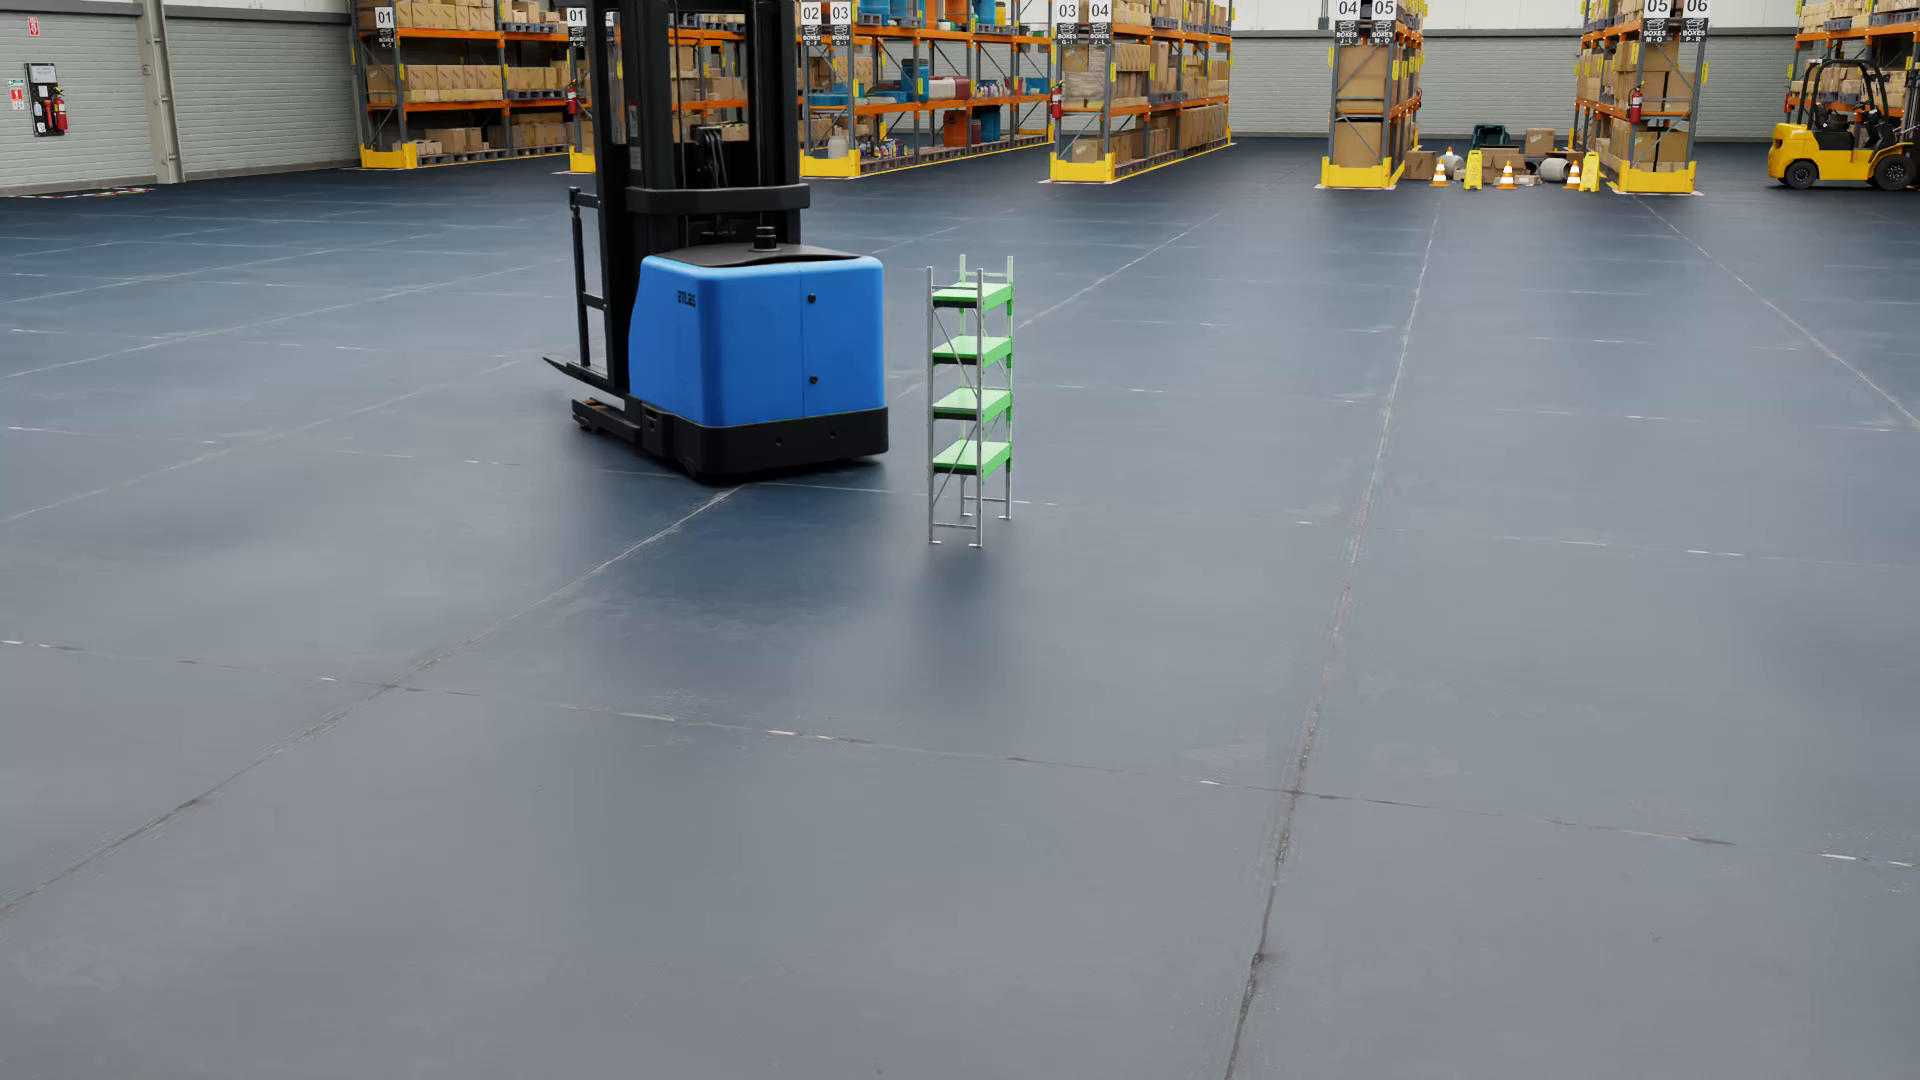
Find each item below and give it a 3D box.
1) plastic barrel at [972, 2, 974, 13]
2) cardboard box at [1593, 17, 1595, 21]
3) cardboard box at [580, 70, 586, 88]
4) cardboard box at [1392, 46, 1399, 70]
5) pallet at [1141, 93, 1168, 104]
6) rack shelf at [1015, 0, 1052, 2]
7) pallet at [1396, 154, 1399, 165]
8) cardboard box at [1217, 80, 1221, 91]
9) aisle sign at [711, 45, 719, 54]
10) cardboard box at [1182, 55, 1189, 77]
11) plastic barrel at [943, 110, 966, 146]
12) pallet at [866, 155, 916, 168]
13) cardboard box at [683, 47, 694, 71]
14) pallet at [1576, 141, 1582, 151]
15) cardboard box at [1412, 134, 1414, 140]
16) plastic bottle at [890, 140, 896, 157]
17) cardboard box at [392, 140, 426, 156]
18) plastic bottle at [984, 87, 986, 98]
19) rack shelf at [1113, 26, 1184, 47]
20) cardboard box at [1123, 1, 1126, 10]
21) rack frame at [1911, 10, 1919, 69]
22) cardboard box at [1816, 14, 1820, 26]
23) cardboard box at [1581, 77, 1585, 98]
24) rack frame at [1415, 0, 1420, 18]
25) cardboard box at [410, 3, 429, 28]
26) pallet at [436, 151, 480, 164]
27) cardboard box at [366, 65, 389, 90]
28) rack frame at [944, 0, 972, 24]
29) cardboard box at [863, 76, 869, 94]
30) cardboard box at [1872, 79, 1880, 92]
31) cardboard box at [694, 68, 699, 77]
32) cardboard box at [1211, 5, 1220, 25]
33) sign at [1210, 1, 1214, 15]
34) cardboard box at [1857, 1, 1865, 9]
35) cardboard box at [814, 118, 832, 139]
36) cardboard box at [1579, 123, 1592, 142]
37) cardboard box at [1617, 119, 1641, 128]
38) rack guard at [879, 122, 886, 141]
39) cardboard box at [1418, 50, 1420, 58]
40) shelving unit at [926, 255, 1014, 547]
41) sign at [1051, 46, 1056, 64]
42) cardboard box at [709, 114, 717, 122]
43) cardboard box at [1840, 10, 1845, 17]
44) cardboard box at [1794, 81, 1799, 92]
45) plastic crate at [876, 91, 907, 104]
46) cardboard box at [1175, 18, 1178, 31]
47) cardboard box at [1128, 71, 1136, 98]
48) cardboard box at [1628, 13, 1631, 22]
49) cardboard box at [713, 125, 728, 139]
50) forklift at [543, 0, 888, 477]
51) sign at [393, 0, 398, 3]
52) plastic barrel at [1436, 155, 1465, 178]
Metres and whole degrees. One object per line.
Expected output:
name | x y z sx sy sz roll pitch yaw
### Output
plastic barrel | 0.131 -12.763 40.313 0.433 0.535 0.433 0 16 0
cardboard box | 15.033 -12.291 38.962 0.396 0.266 0.258 5 17 18
cardboard box | -9.343 -11.653 42.151 0.500 0.500 0.500 5 17 18
cardboard box | 7.474 -8.661 30.115 0.875 0.550 0.550 5 16 16
pallet | 3.741 -9.242 34.769 1.003 0.211 1.213 5 16 16
rack shelf | 1.477 -14.494 43.990 1.077 0.370 4.000 5 16 16
pallet | 8.951 -8.239 35.992 1.003 0.211 1.213 5 16 16
cardboard box | 6.478 -11.807 43.188 0.500 0.250 0.500 5 16 16
aisle sign | -7.145 -14.684 48.838 0.394 0.787 0.004 5 16 16
cardboard box | 4.932 -11.084 38.887 0.797 0.503 0.637 5 17 17
plastic barrel | -0.105 -9.864 39.816 0.600 0.830 0.708 5 16 16
pallet | -1.596 -8.016 35.204 1.003 0.211 1.213 5 16 16
cardboard box | -6.233 -10.471 36.188 0.700 0.500 0.500 5 17 16
pallet | 16.143 -9.960 42.058 1.003 0.211 1.213 5 16 16
cardboard box | 11.595 -10.476 43.221 0.380 0.149 0.250 5 17 18
plastic bottle | -1.418 -8.142 34.585 0.144 0.351 0.185 5 16 16
cardboard box | -11.717 -8.344 35.371 0.500 0.311 0.500 3 16 10
plastic bottle | 0.592 -10.933 40.614 0.097 0.271 0.097 0 16 0
rack shelf | 3.952 -10.766 35.611 1.077 0.370 4.000 5 16 16
cardboard box | 2.886 -9.981 31.070 0.380 0.149 0.250 5 16 16
rack frame | 17.645 -7.994 30.015 1.000 3.000 0.127 5 16 16
cardboard box | 20.110 -12.016 38.429 0.500 0.250 0.500 5 17 17
cardboard box | 15.315 -10.927 40.175 0.500 0.500 0.500 4 16 15
rack frame | 10.384 -13.714 39.189 1.000 3.000 0.127 5 16 16
cardboard box | -11.479 -10.958 34.751 0.500 0.500 0.500 6 17 20
pallet | -11.365 -8.458 36.763 1.003 0.211 1.213 5 16 16
cardboard box | -12.070 -9.690 34.859 0.500 0.500 0.500 4 16 15
rack frame | -0.228 -13.463 38.303 1.000 3.000 0.127 5 16 16
cardboard box | -2.860 -12.698 46.419 0.500 0.500 0.500 5 17 16
cardboard box | 18.112 -8.845 32.374 0.500 0.250 0.500 4 16 14
cardboard box | -8.010 -13.058 47.320 0.980 0.700 0.700 4 16 13
cardboard box | 6.264 -13.456 42.639 0.700 0.500 0.500 5 17 18
sign | 6.180 -13.043 40.794 0.100 0.325 0.005 5 16 16
cardboard box | 18.896 -11.132 34.582 0.380 0.149 0.250 4 16 15
cardboard box | -3.705 -10.866 43.916 0.500 0.500 0.500 5 16 16
cardboard box | 16.204 -10.306 42.093 0.875 0.438 0.875 4 16 14
cardboard box | 12.148 -7.563 30.202 0.380 0.149 0.250 6 17 19
rack guard | -2.724 -11.832 48.129 1.175 0.500 0.348 5 16 16
cardboard box | 11.346 -12.138 42.067 0.500 0.500 0.500 6 17 19
shelving unit | 0.047 -0.621 7.318 0.258 1.200 0.503 5 16 16
sign | 1.721 -8.857 30.357 0.100 0.325 0.005 5 16 16
cardboard box | -7.556 -12.246 48.820 0.700 0.500 0.500 5 16 16
cardboard box | 19.084 -11.278 35.606 0.380 0.149 0.250 5 17 17
cardboard box | 20.525 -10.974 40.253 0.500 0.250 0.500 5 17 16
plastic crate | -1.419 -9.148 34.357 0.499 0.251 0.616 5 16 16
cardboard box | 4.493 -11.289 36.411 0.500 0.250 0.500 5 16 16
cardboard box | 2.975 -8.958 32.685 0.875 0.500 0.500 5 16 16
cardboard box | 12.111 -9.307 29.608 0.380 0.149 0.250 4 16 15
cardboard box | -5.609 -9.284 37.804 0.500 0.311 0.500 4 16 15
forklift | -1.586 -2.074 9.271 1.130 2.935 3.031 -10 19 -31
sign | -11.480 -11.073 33.774 0.100 0.325 0.005 5 16 16
plastic barrel | 9.259 -7.080 31.514 0.421 0.421 0.512 -10 19 -32
